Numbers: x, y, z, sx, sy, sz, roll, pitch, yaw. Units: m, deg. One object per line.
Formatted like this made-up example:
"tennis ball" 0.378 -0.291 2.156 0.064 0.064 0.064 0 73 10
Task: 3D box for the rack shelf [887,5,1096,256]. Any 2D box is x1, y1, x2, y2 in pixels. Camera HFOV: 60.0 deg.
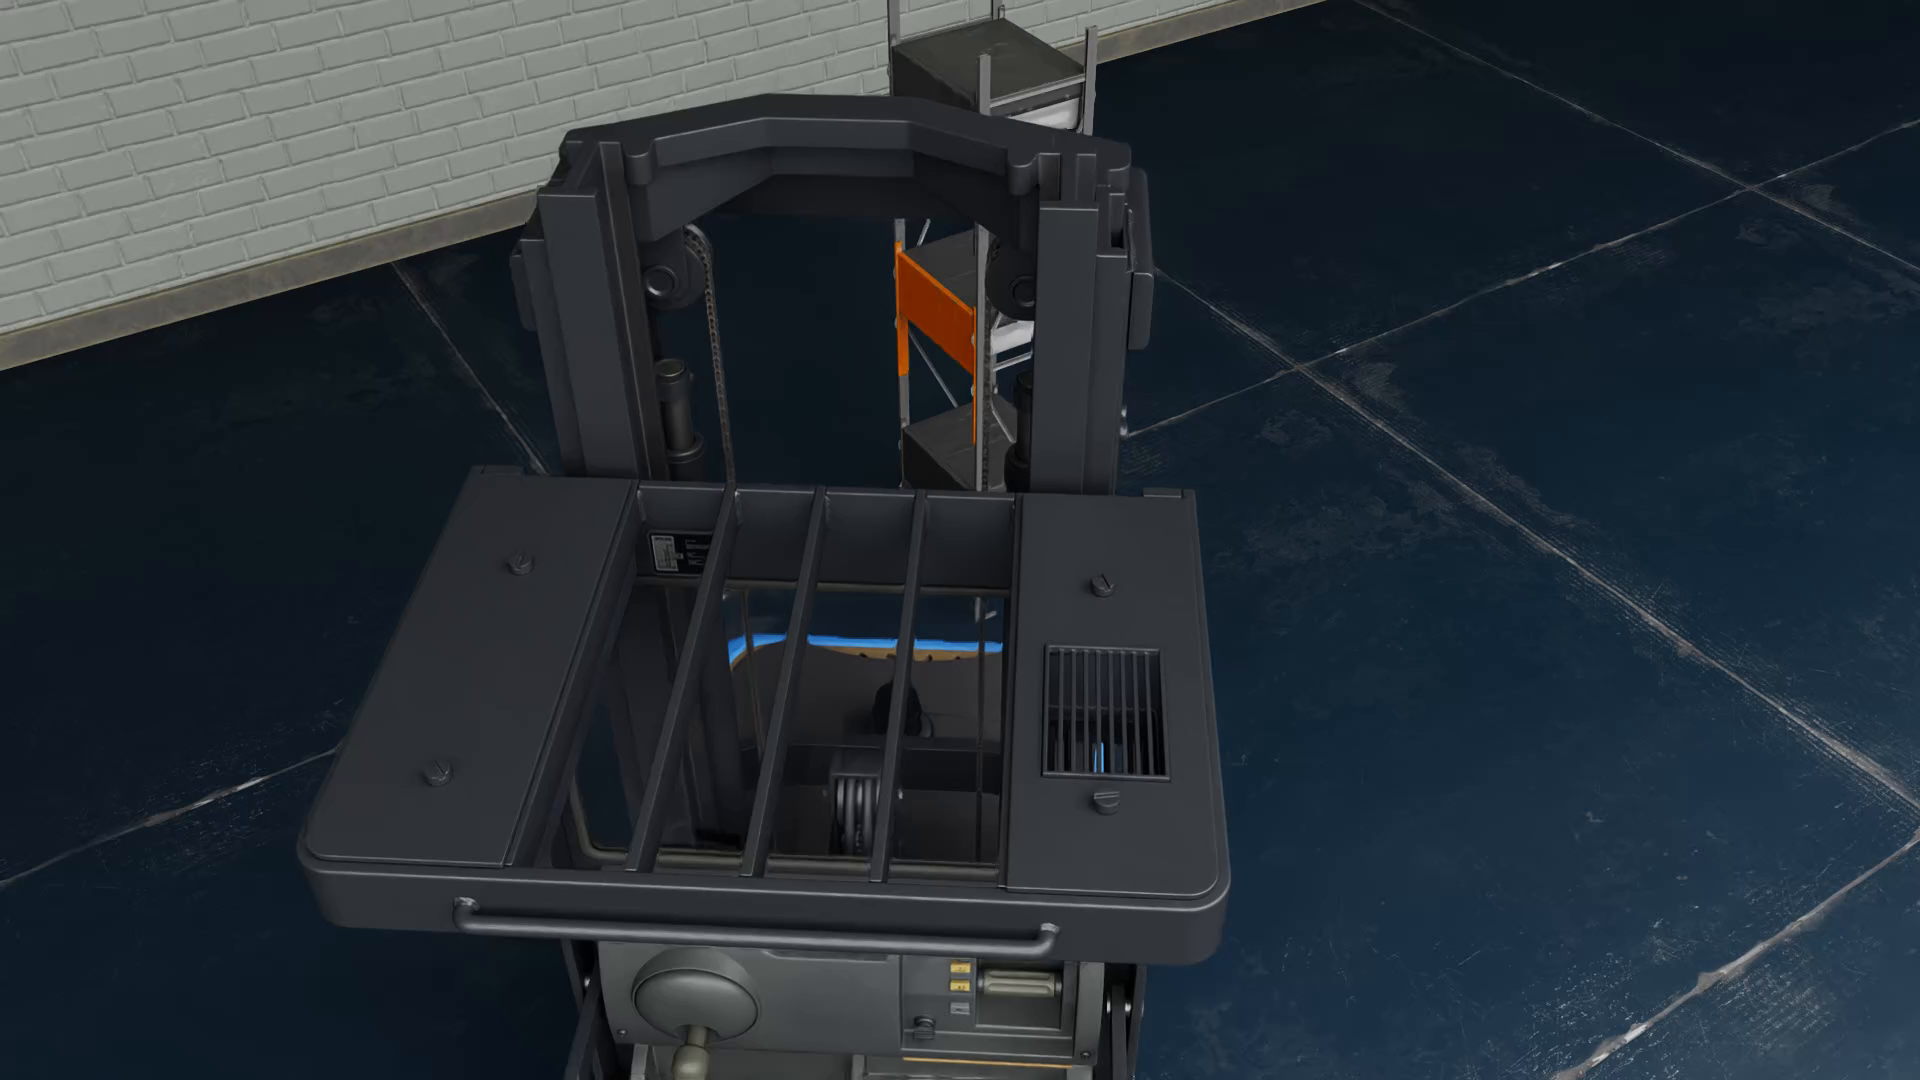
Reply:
"rack shelf" 0.089 -1.245 5.031 0.431 0.518 0.480 -22 45 -24

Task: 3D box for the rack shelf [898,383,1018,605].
"rack shelf" 0.089 -0.169 5.927 0.431 0.518 0.480 -22 45 -24

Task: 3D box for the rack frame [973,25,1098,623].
"rack frame" 0.220 -0.586 5.313 0.400 2.100 0.015 -22 45 -24

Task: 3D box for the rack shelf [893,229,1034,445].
"rack shelf" 0.089 -0.707 5.479 0.431 0.518 0.480 -22 45 -24

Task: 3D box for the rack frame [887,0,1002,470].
"rack frame" -0.042 -0.849 5.629 0.400 2.100 0.015 -22 45 -24

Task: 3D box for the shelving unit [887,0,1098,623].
"shelving unit" 0.089 -0.717 5.471 0.431 2.100 0.503 -22 45 -24

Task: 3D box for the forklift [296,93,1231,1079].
"forklift" -0.210 0.890 2.893 1.130 2.935 3.031 2 40 2
